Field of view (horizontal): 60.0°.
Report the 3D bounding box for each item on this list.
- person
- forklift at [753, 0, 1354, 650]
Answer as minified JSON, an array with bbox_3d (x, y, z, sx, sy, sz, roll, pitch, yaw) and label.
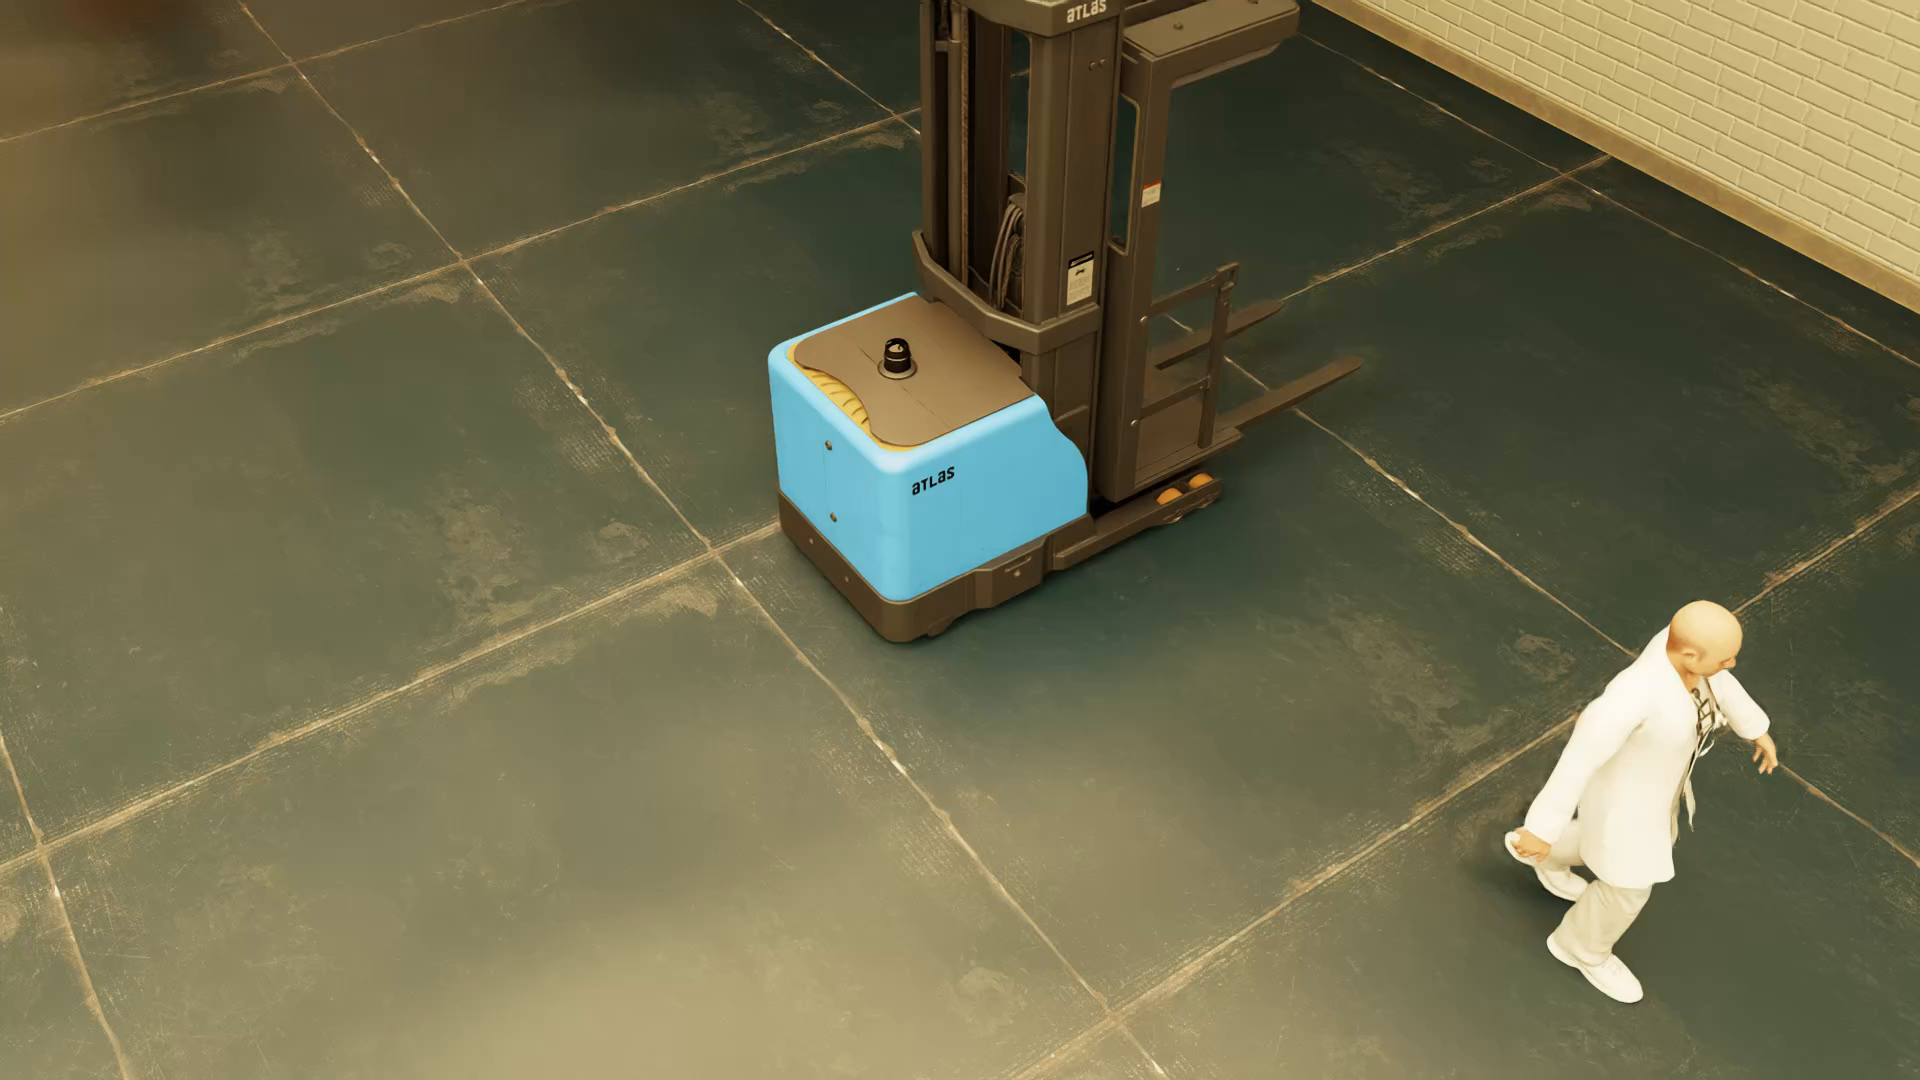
[{"bbox_3d":[2.331,0.870,5.640,0.547,1.759,0.802,31,51,29],"label":"person"},{"bbox_3d":[0.588,-1.398,7.233,3.031,2.935,1.130,-25,48,-25],"label":"forklift"}]
